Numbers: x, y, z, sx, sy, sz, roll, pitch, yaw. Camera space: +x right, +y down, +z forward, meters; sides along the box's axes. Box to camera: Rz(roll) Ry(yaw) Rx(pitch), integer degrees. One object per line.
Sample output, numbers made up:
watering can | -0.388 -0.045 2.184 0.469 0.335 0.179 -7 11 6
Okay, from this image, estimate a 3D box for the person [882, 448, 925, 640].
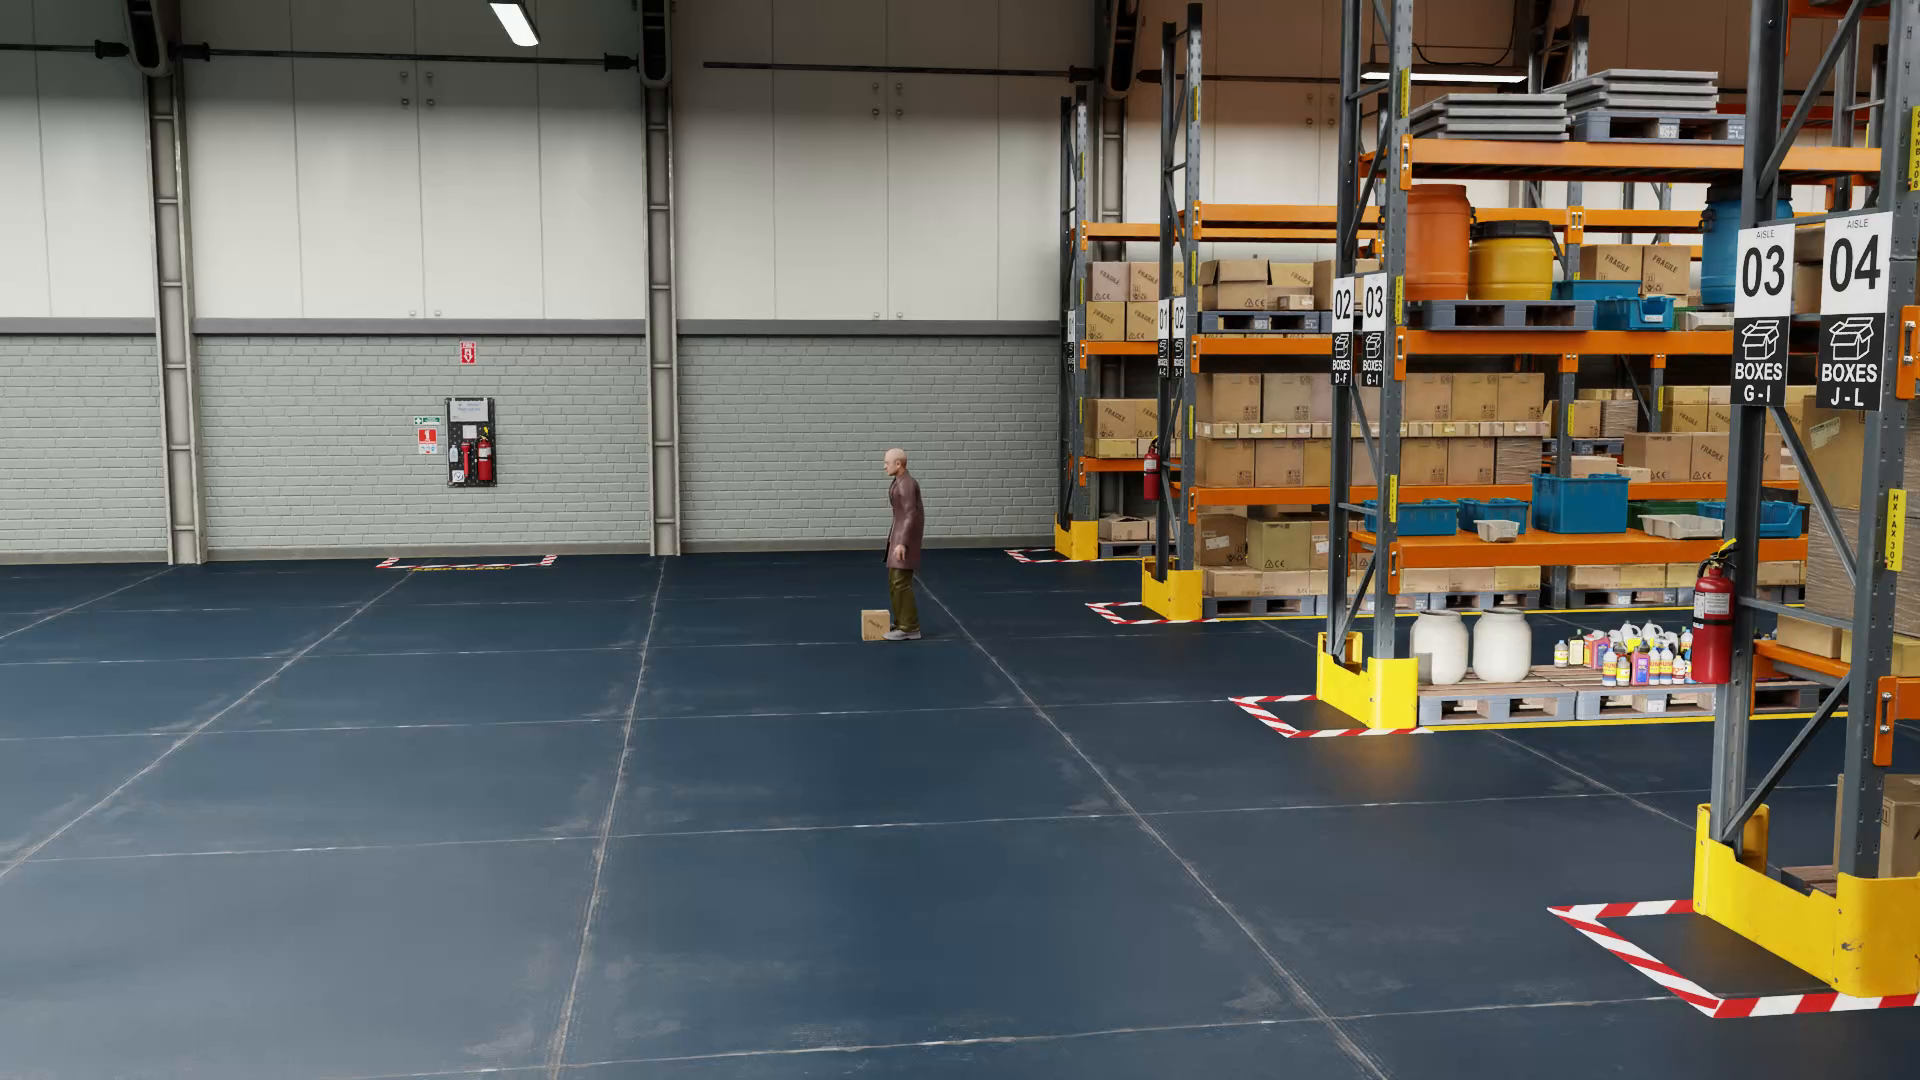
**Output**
person | -0.545 0.031 15.490 0.421 1.774 0.642 -1 6 -9
